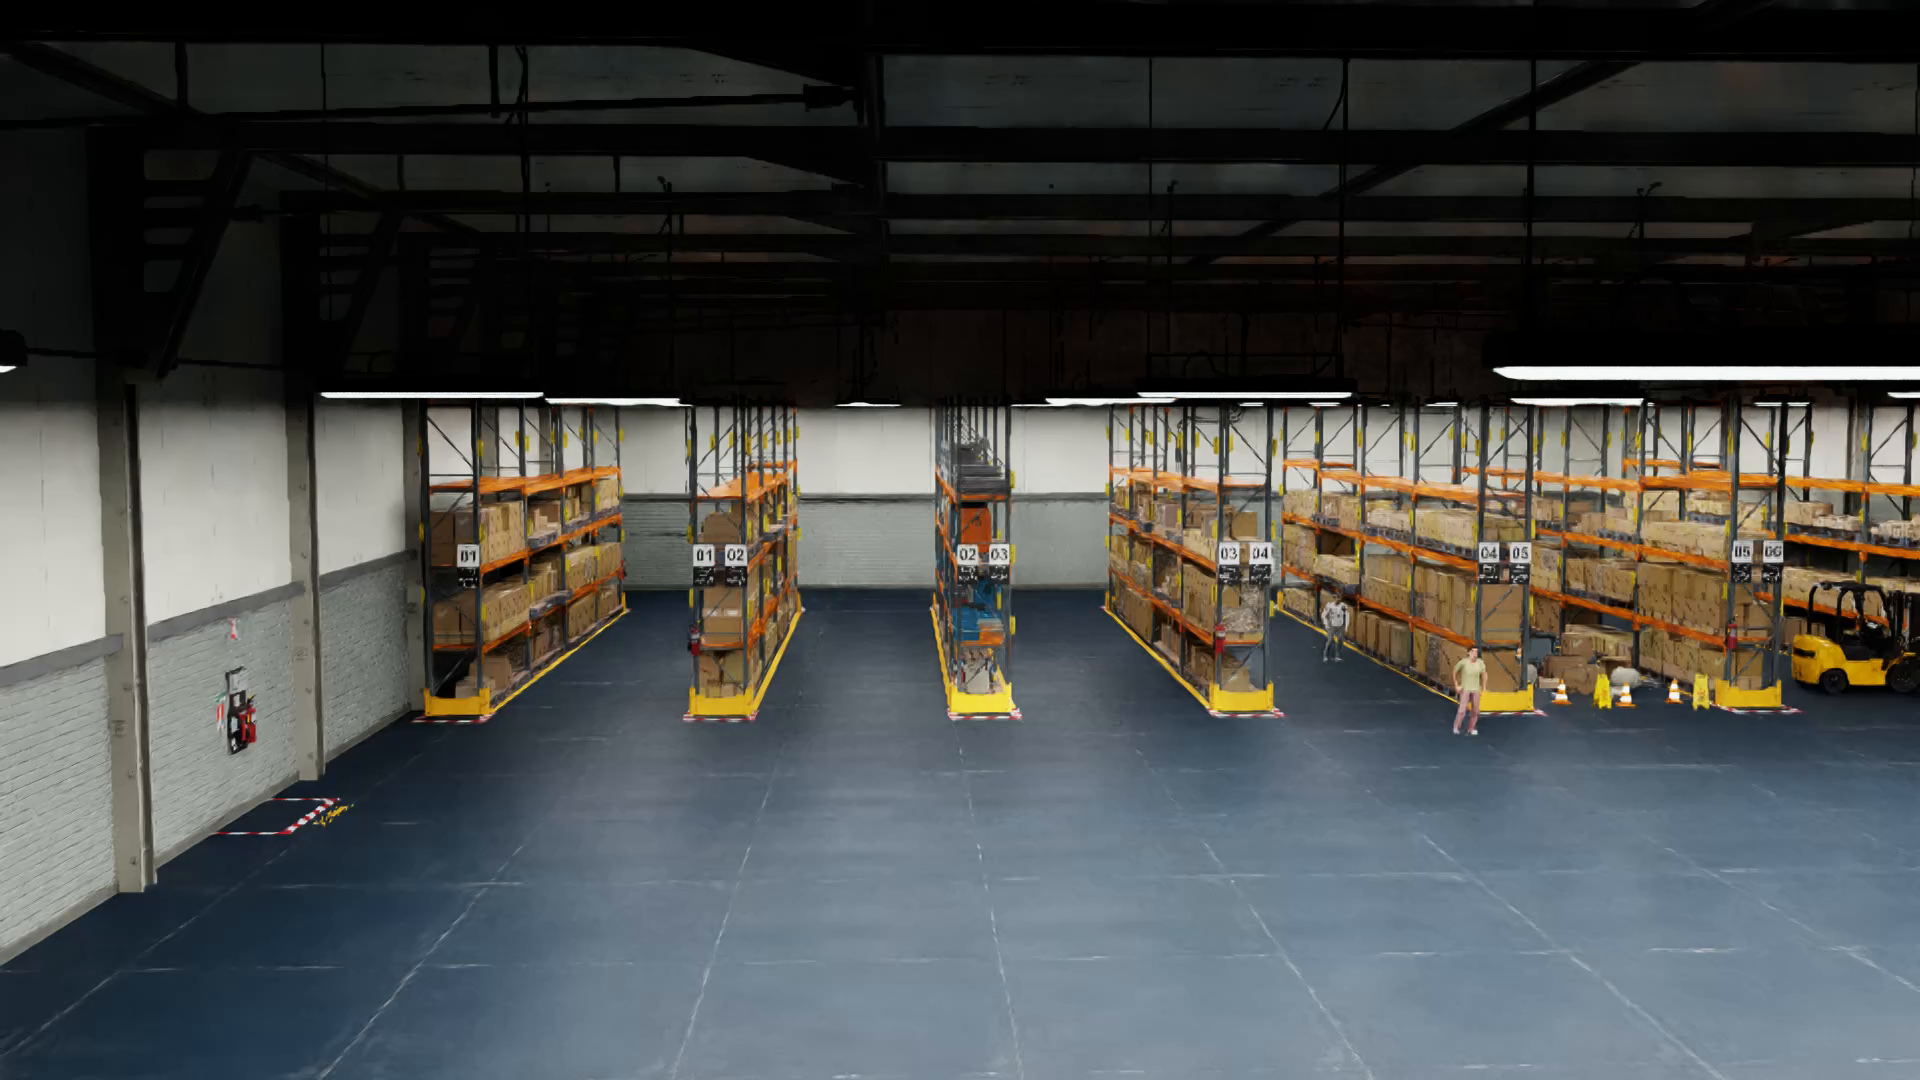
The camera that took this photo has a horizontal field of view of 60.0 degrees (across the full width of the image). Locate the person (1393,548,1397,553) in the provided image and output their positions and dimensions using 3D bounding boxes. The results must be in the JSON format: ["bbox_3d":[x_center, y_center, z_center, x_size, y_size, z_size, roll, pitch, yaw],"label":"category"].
[{"bbox_3d":[12.709,1.043,48.217,0.590,1.777,0.709,-2,5,-21],"label":"person"}]

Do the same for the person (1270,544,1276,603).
[{"bbox_3d":[9.024,0.984,48.806,0.406,1.782,0.643,3,5,31],"label":"person"}]

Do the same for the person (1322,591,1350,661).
[{"bbox_3d":[8.518,1.949,37.711,0.639,1.632,0.498,0,5,-4],"label":"person"}]

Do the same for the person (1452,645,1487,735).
[{"bbox_3d":[8.943,2.624,29.201,0.598,1.619,0.507,0,5,-3],"label":"person"}]
